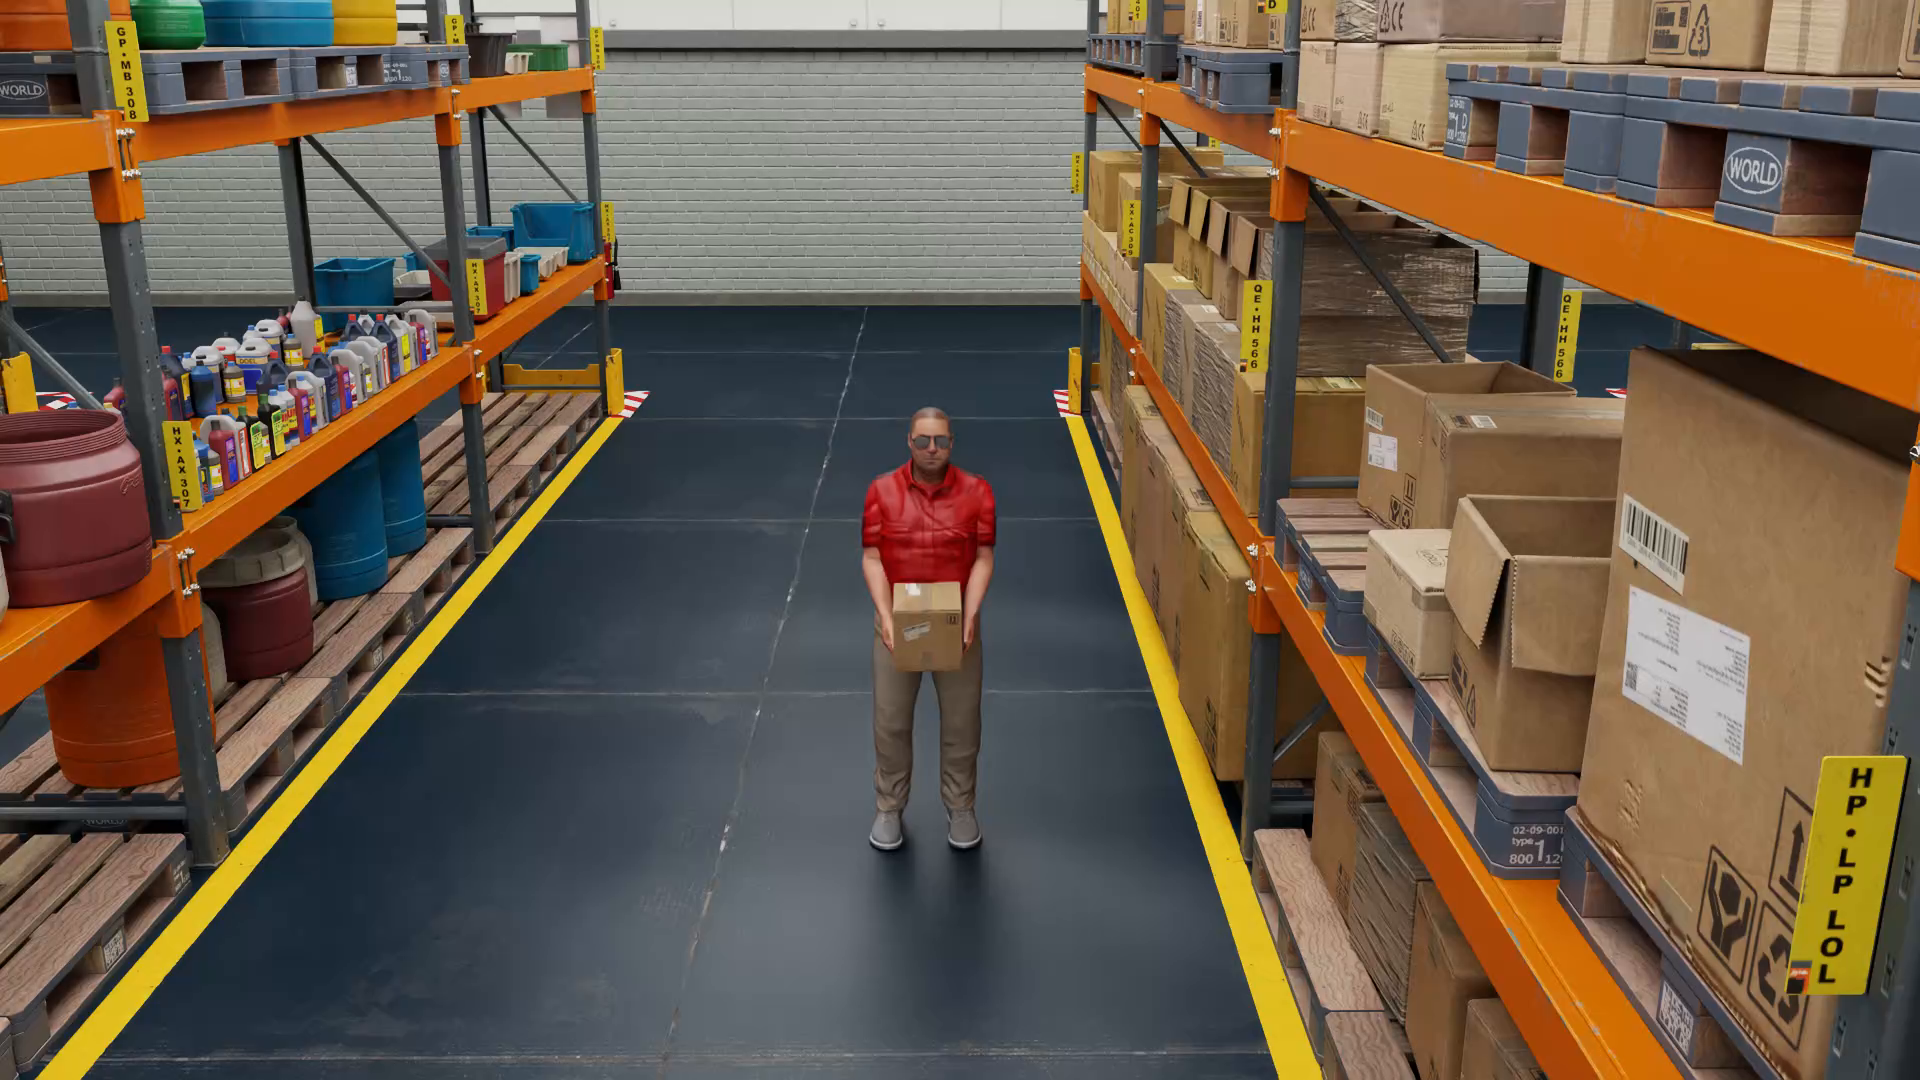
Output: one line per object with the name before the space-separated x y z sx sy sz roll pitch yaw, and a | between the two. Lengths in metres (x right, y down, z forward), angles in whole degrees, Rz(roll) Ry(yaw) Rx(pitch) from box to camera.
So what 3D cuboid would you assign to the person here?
person | -0.119 0.352 6.403 0.532 1.733 0.470 0 17 -1
